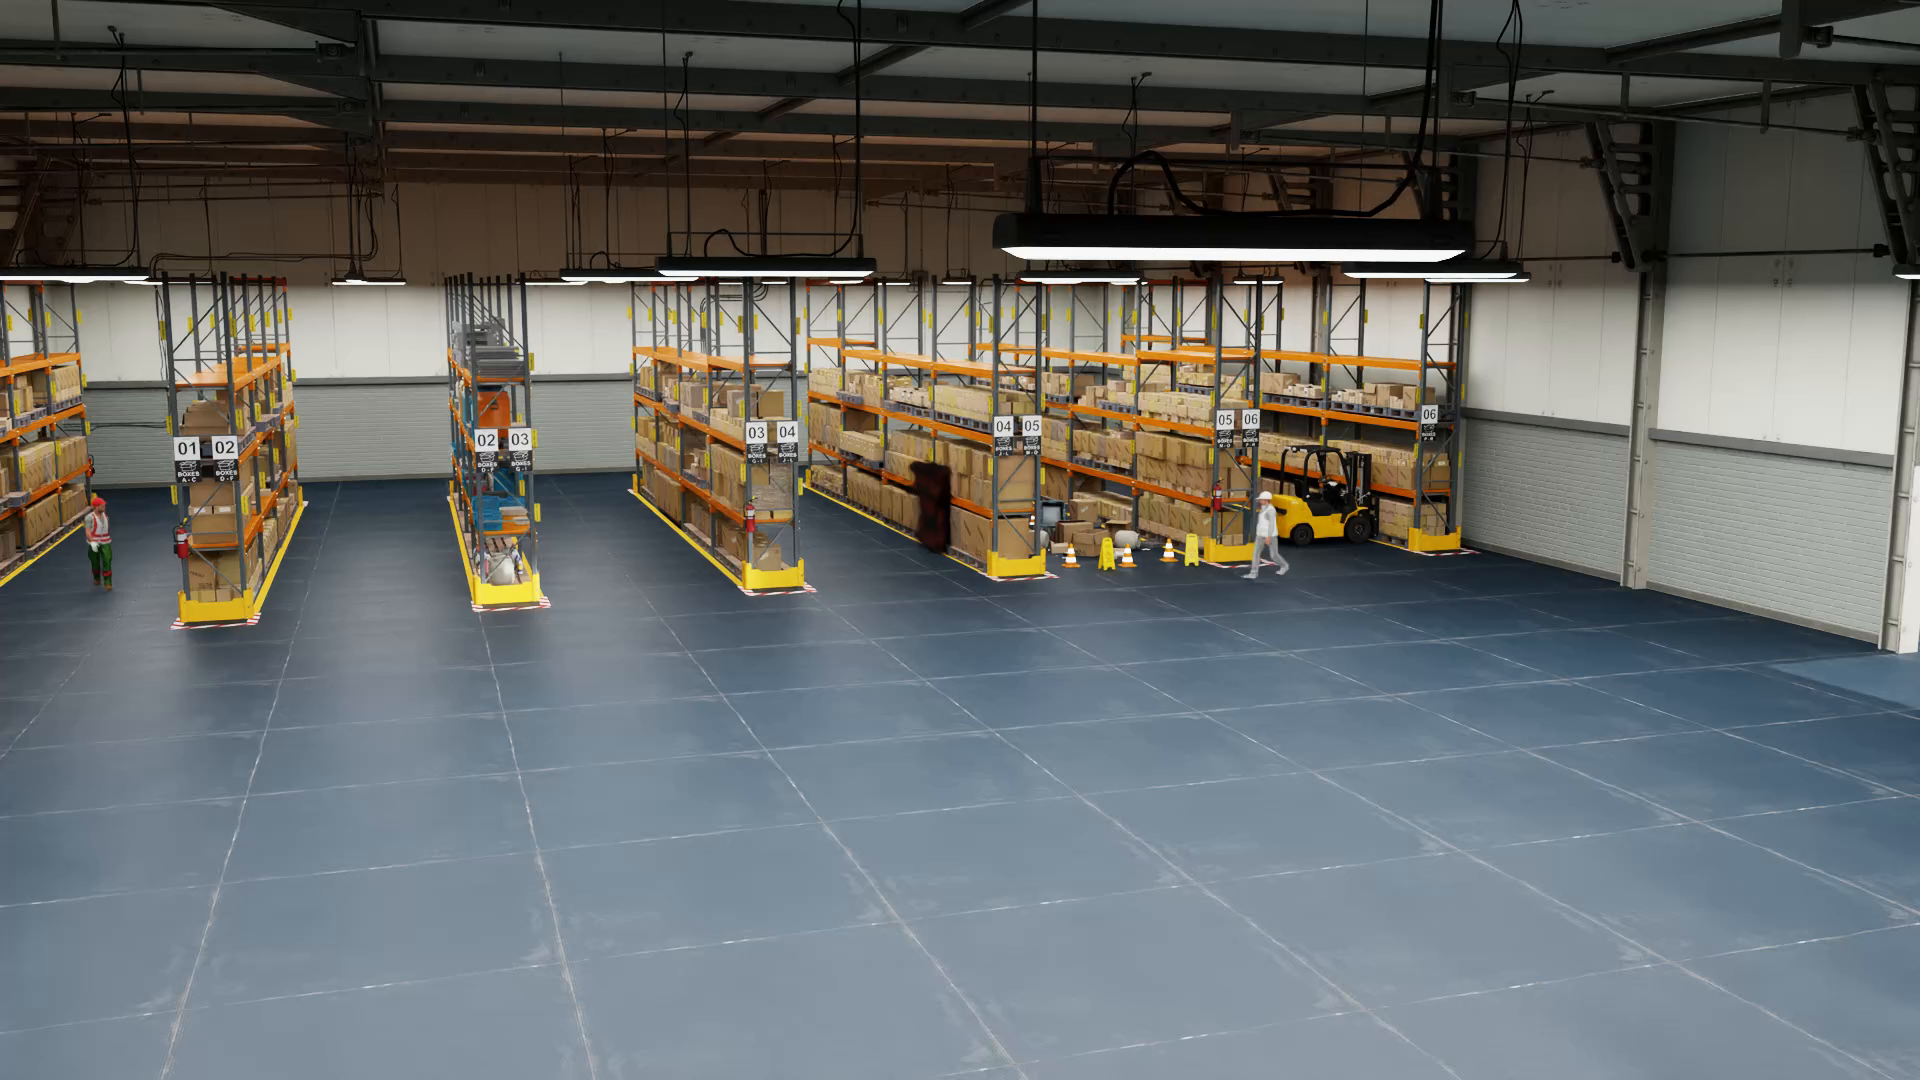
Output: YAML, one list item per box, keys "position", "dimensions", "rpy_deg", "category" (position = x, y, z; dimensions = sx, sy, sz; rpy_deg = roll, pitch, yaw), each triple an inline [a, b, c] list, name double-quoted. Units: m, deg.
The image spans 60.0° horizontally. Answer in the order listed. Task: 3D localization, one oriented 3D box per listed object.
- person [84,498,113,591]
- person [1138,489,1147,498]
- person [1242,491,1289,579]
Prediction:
- position: [-16.466, 0.071, 31.783]
  dimensions: [0.446, 1.736, 1.025]
  rpy_deg: [-5, 10, -28]
  category: "person"
- position: [5.068, -2.027, 45.838]
  dimensions: [0.631, 1.712, 0.573]
  rpy_deg: [-2, 9, -15]
  category: "person"
- position: [6.111, -0.095, 32.968]
  dimensions: [0.982, 1.749, 0.502]
  rpy_deg: [-7, 11, -37]
  category: "person"
